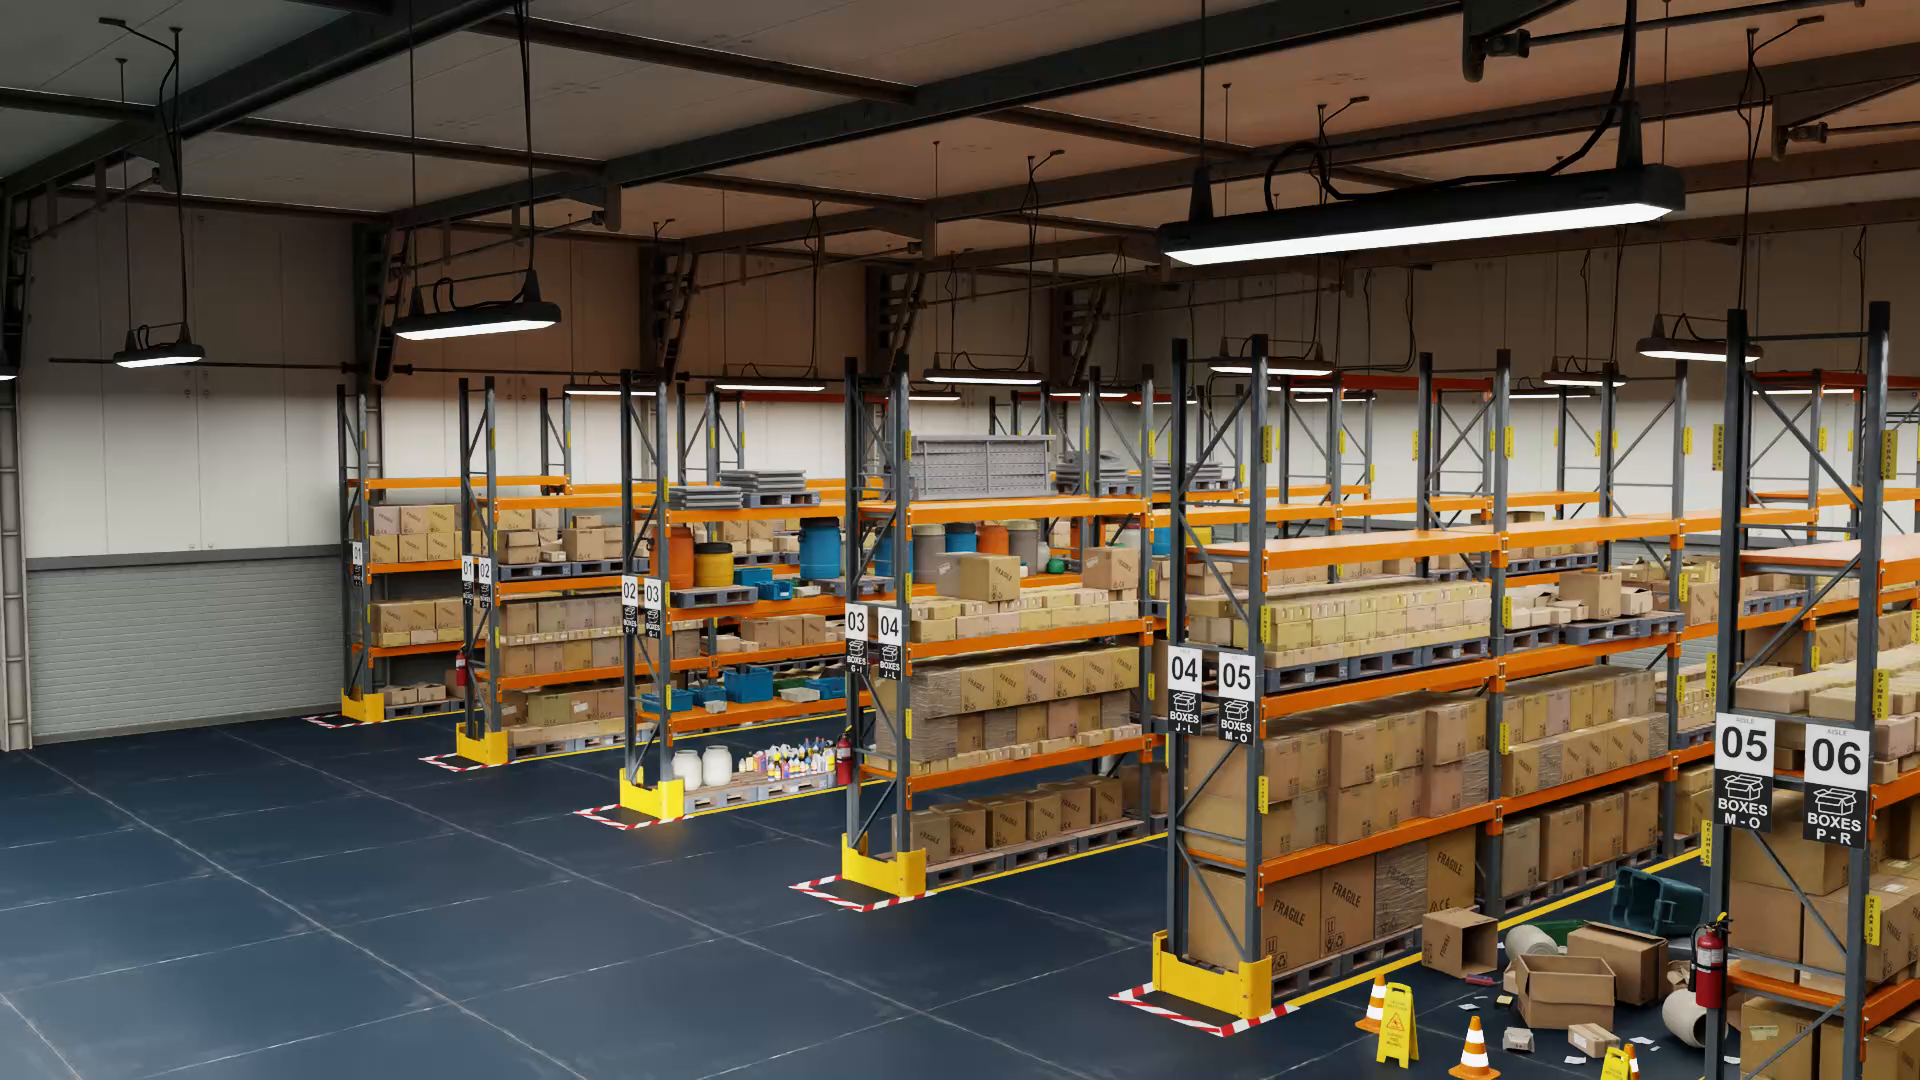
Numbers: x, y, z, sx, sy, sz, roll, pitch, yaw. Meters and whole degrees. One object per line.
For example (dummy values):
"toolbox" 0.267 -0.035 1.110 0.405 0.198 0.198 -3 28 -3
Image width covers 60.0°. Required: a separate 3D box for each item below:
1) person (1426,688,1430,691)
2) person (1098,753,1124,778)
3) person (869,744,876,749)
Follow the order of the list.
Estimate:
"person" 6.084 2.828 22.122 0.593 1.787 0.461 -1 4 -21
"person" 2.257 2.708 24.753 0.425 1.678 0.506 2 4 28
"person" -1.159 2.567 26.966 0.536 1.663 0.441 -4 5 -44
